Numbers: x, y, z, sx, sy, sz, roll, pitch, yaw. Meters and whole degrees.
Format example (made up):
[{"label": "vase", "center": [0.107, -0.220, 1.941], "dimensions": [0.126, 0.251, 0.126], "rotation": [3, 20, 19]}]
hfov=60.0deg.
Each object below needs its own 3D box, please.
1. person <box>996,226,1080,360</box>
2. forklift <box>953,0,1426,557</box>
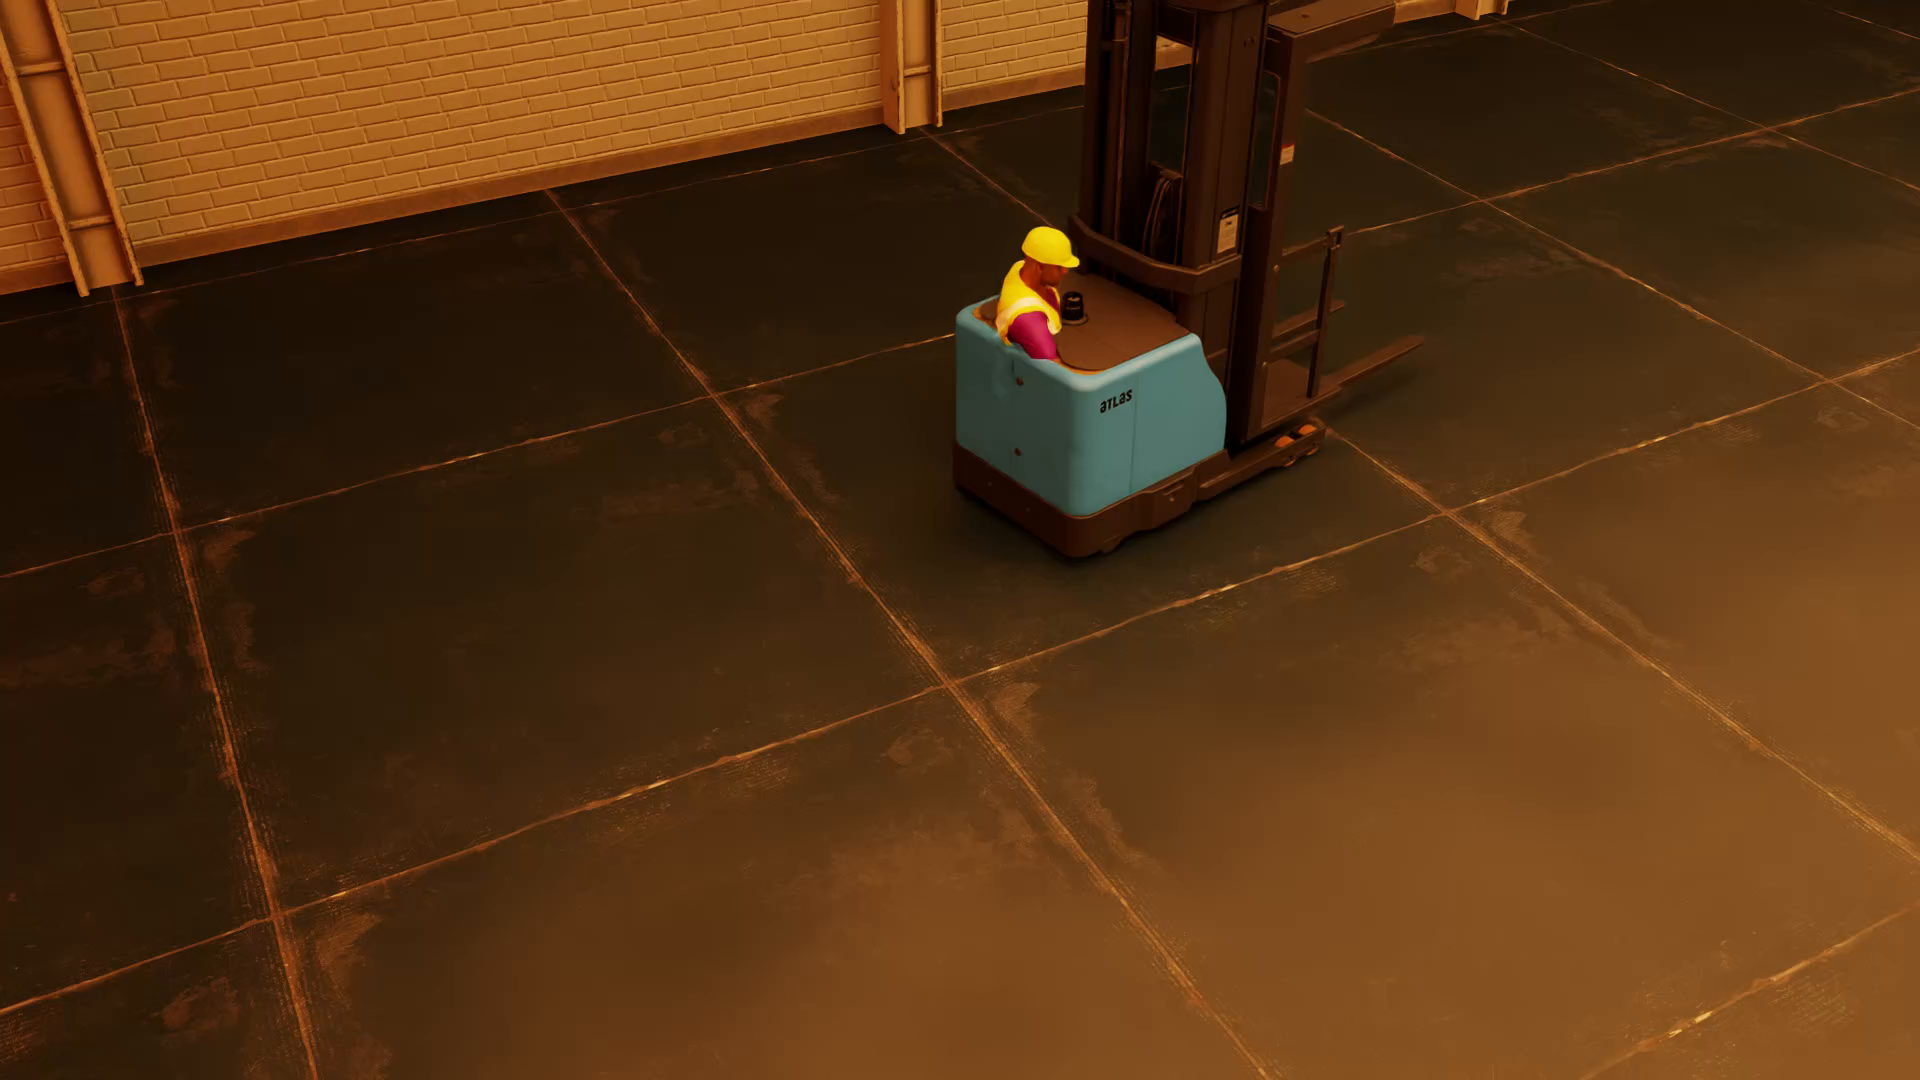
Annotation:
[{"label": "person", "center": [0.523, -0.858, 8.477], "dimensions": [0.664, 1.636, 0.893], "rotation": [5, 36, 7]}, {"label": "forklift", "center": [1.419, -1.816, 8.692], "dimensions": [3.031, 2.935, 1.130], "rotation": [-25, 43, -31]}]
